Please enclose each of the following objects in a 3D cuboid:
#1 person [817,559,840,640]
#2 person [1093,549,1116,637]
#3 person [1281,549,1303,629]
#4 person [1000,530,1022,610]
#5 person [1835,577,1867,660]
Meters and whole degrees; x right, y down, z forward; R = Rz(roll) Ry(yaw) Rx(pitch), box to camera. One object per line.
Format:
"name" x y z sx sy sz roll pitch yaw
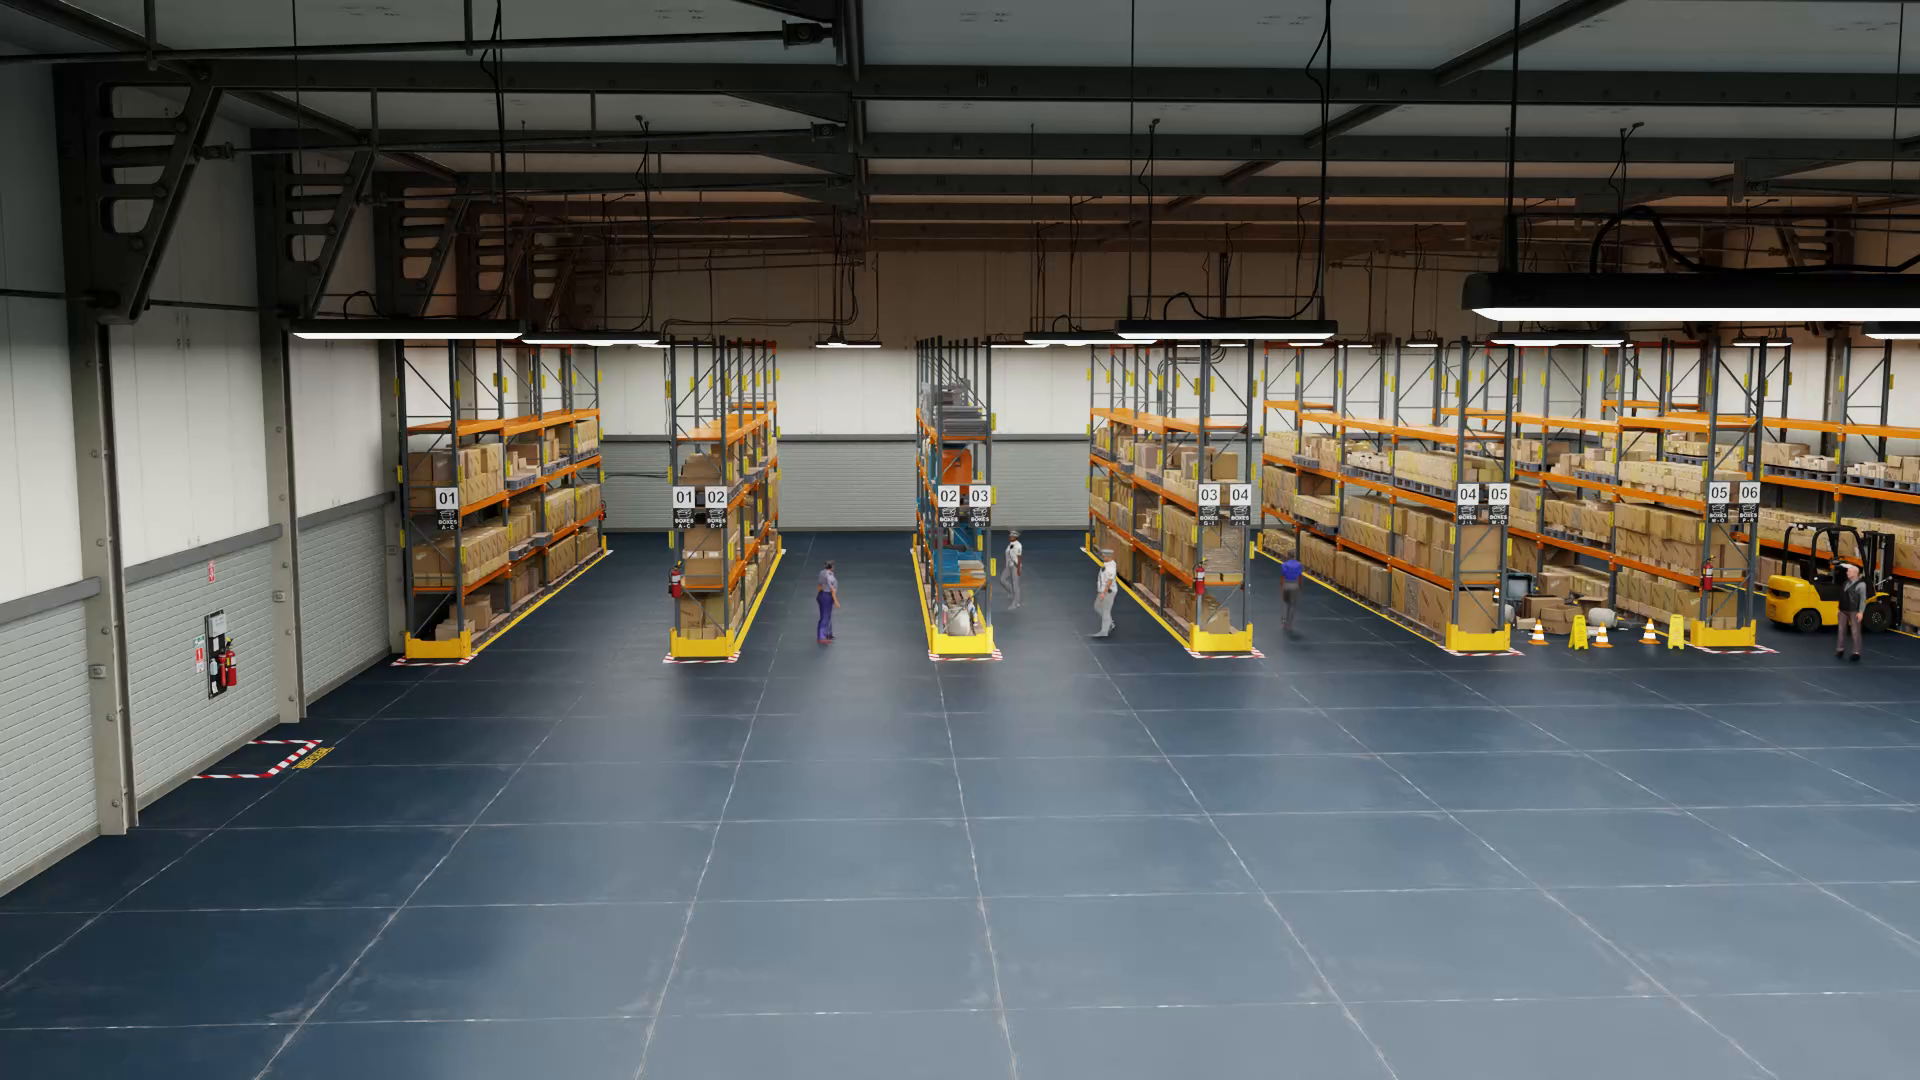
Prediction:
"person" -2.636 1.157 32.730 0.450 1.549 0.587 -2 7 -17
"person" 2.910 1.071 33.459 0.529 1.775 0.607 -1 7 -11
"person" 6.822 1.031 34.201 0.427 1.680 0.463 4 8 30
"person" 1.135 0.646 36.695 0.494 1.715 0.569 -3 7 -22
"person" 16.585 1.447 30.954 0.383 1.531 0.558 -3 7 -27
